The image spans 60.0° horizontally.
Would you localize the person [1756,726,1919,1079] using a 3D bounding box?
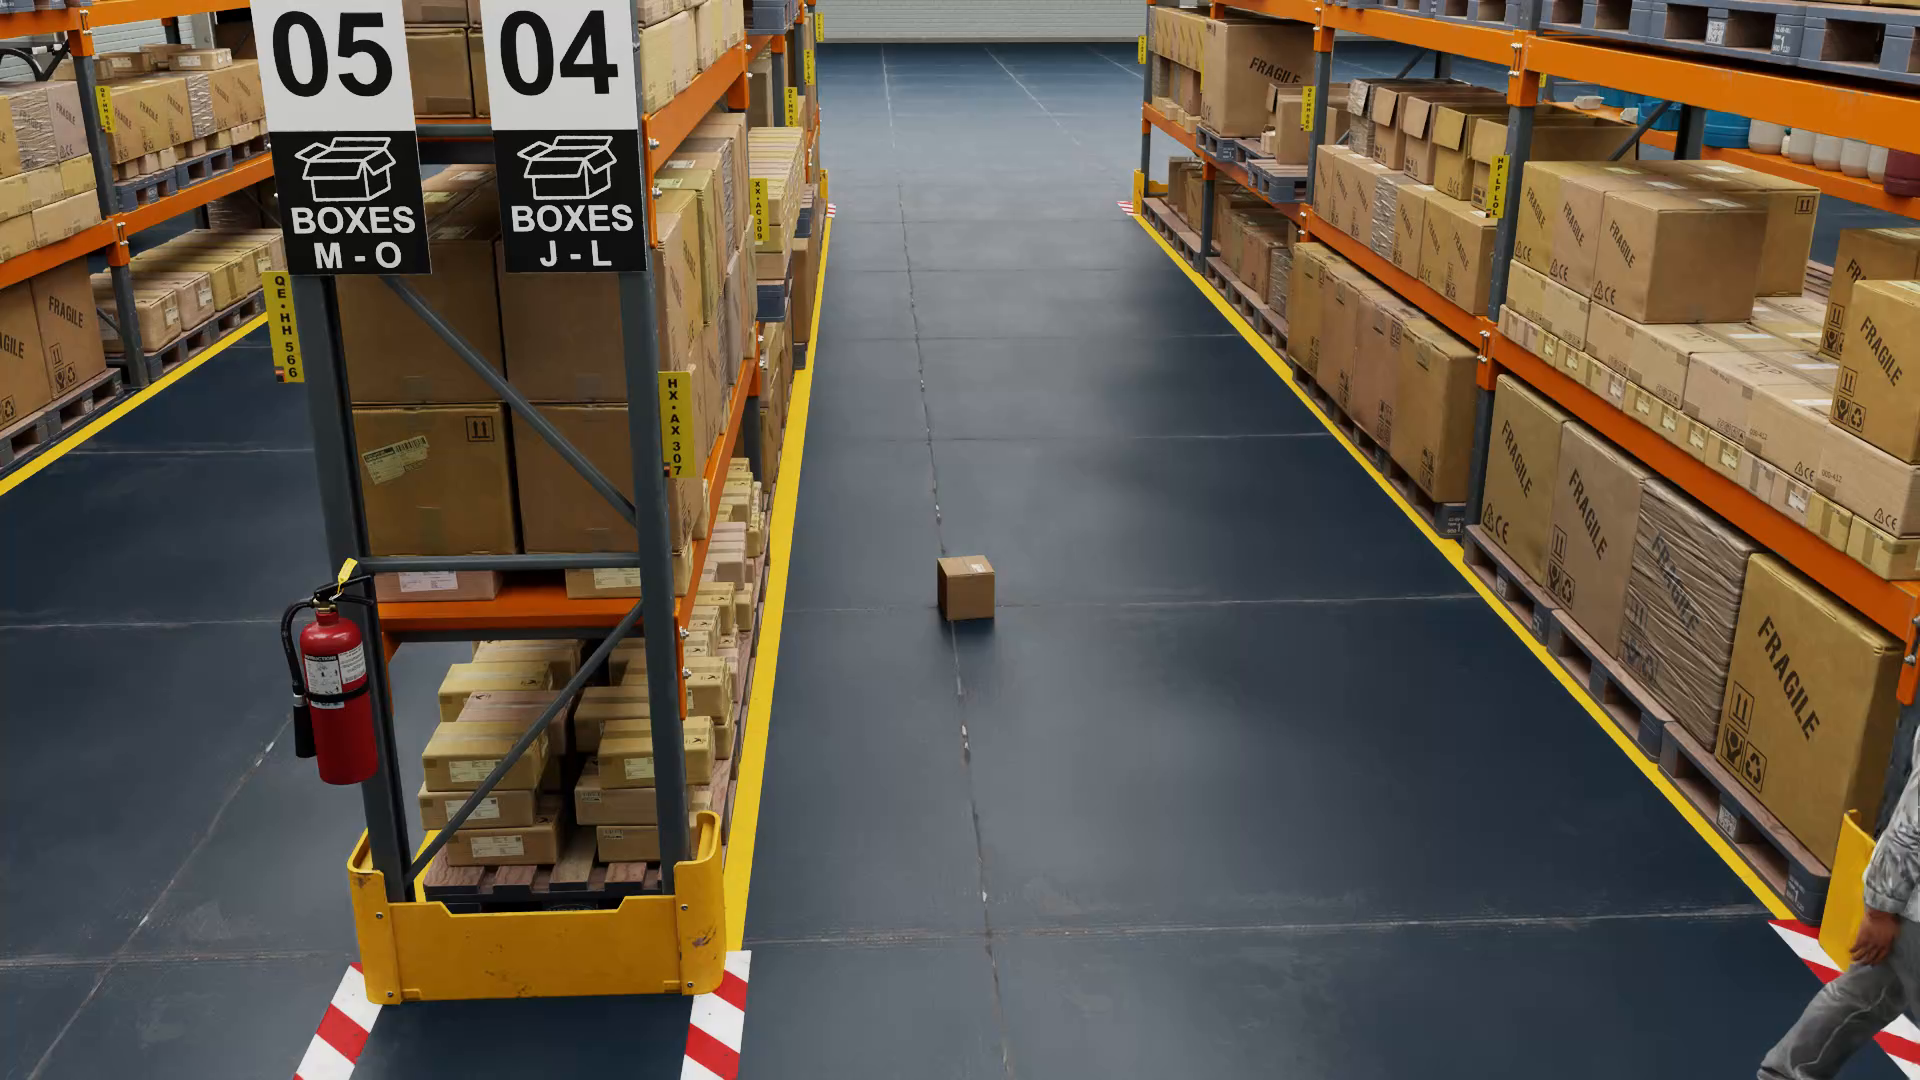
[{"bbox_3d":[2.652,0.977,4.430,0.788,1.795,0.546,17,26,38],"label":"person"}]
